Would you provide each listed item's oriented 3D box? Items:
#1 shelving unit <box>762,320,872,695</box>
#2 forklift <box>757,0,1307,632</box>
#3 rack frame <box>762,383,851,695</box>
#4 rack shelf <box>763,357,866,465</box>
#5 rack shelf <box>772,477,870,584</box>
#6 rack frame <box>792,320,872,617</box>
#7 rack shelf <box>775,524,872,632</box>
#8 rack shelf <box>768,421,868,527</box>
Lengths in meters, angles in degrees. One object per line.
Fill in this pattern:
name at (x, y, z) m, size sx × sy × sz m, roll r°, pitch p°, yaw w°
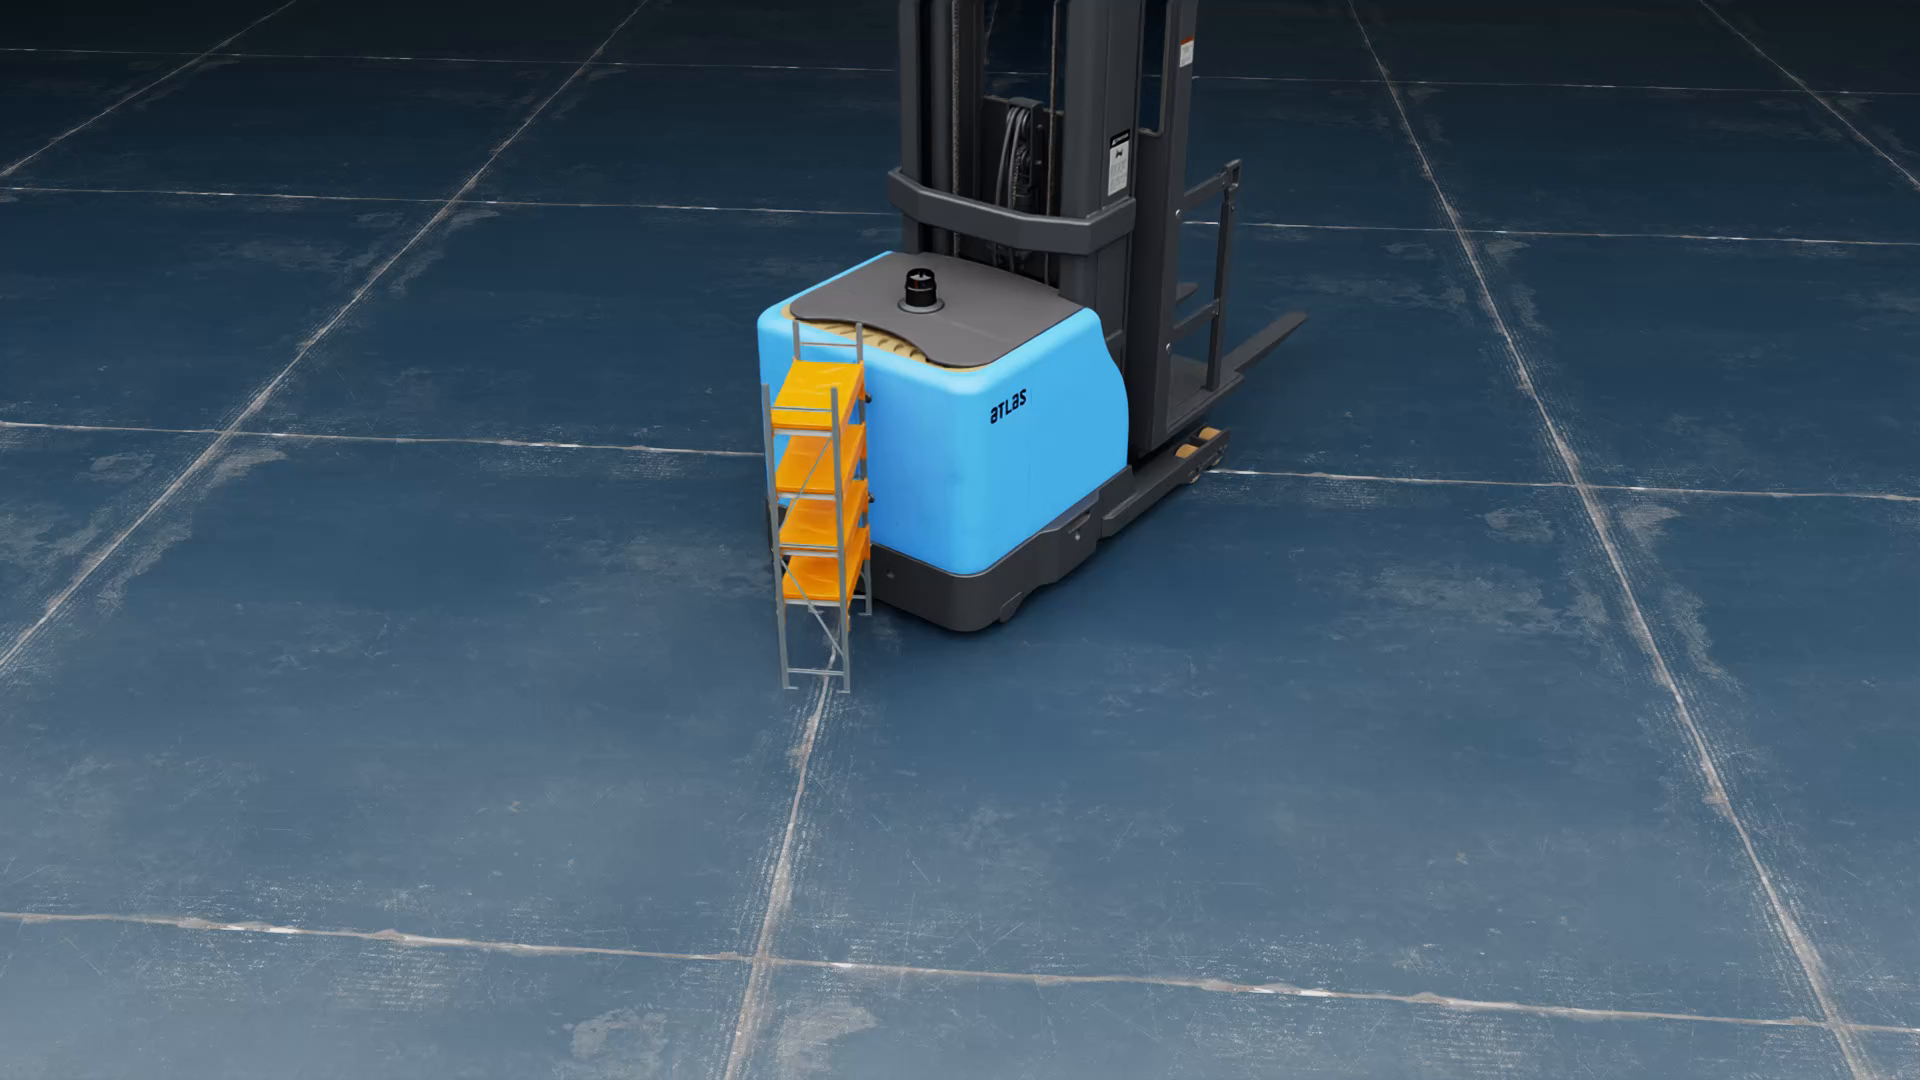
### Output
shelving unit at (-0.479, -0.104, 5.775) m, size 0.258 × 1.200 × 0.503 m, roll 3°, pitch 32°, yaw 5°
forklift at (0.525, -1.629, 6.600) m, size 1.130 × 2.935 × 3.031 m, roll 21°, pitch 38°, yaw 31°
rack frame at (-0.506, 0.024, 5.568) m, size 0.240 × 1.200 × 0.015 m, roll 3°, pitch 32°, yaw 5°
rack shelf at (-0.479, -0.438, 5.568) m, size 0.258 × 0.148 × 0.480 m, roll 3°, pitch 32°, yaw 5°
rack shelf at (-0.479, -0.046, 5.810) m, size 0.258 × 0.148 × 0.480 m, roll 3°, pitch 32°, yaw 5°
rack frame at (-0.452, -0.231, 5.981) m, size 0.240 × 1.200 × 0.015 m, roll 3°, pitch 32°, yaw 5°
rack shelf at (-0.479, 0.123, 5.914) m, size 0.258 × 0.148 × 0.480 m, roll 3°, pitch 32°, yaw 5°
rack shelf at (-0.479, -0.237, 5.692) m, size 0.258 × 0.148 × 0.480 m, roll 3°, pitch 32°, yaw 5°
